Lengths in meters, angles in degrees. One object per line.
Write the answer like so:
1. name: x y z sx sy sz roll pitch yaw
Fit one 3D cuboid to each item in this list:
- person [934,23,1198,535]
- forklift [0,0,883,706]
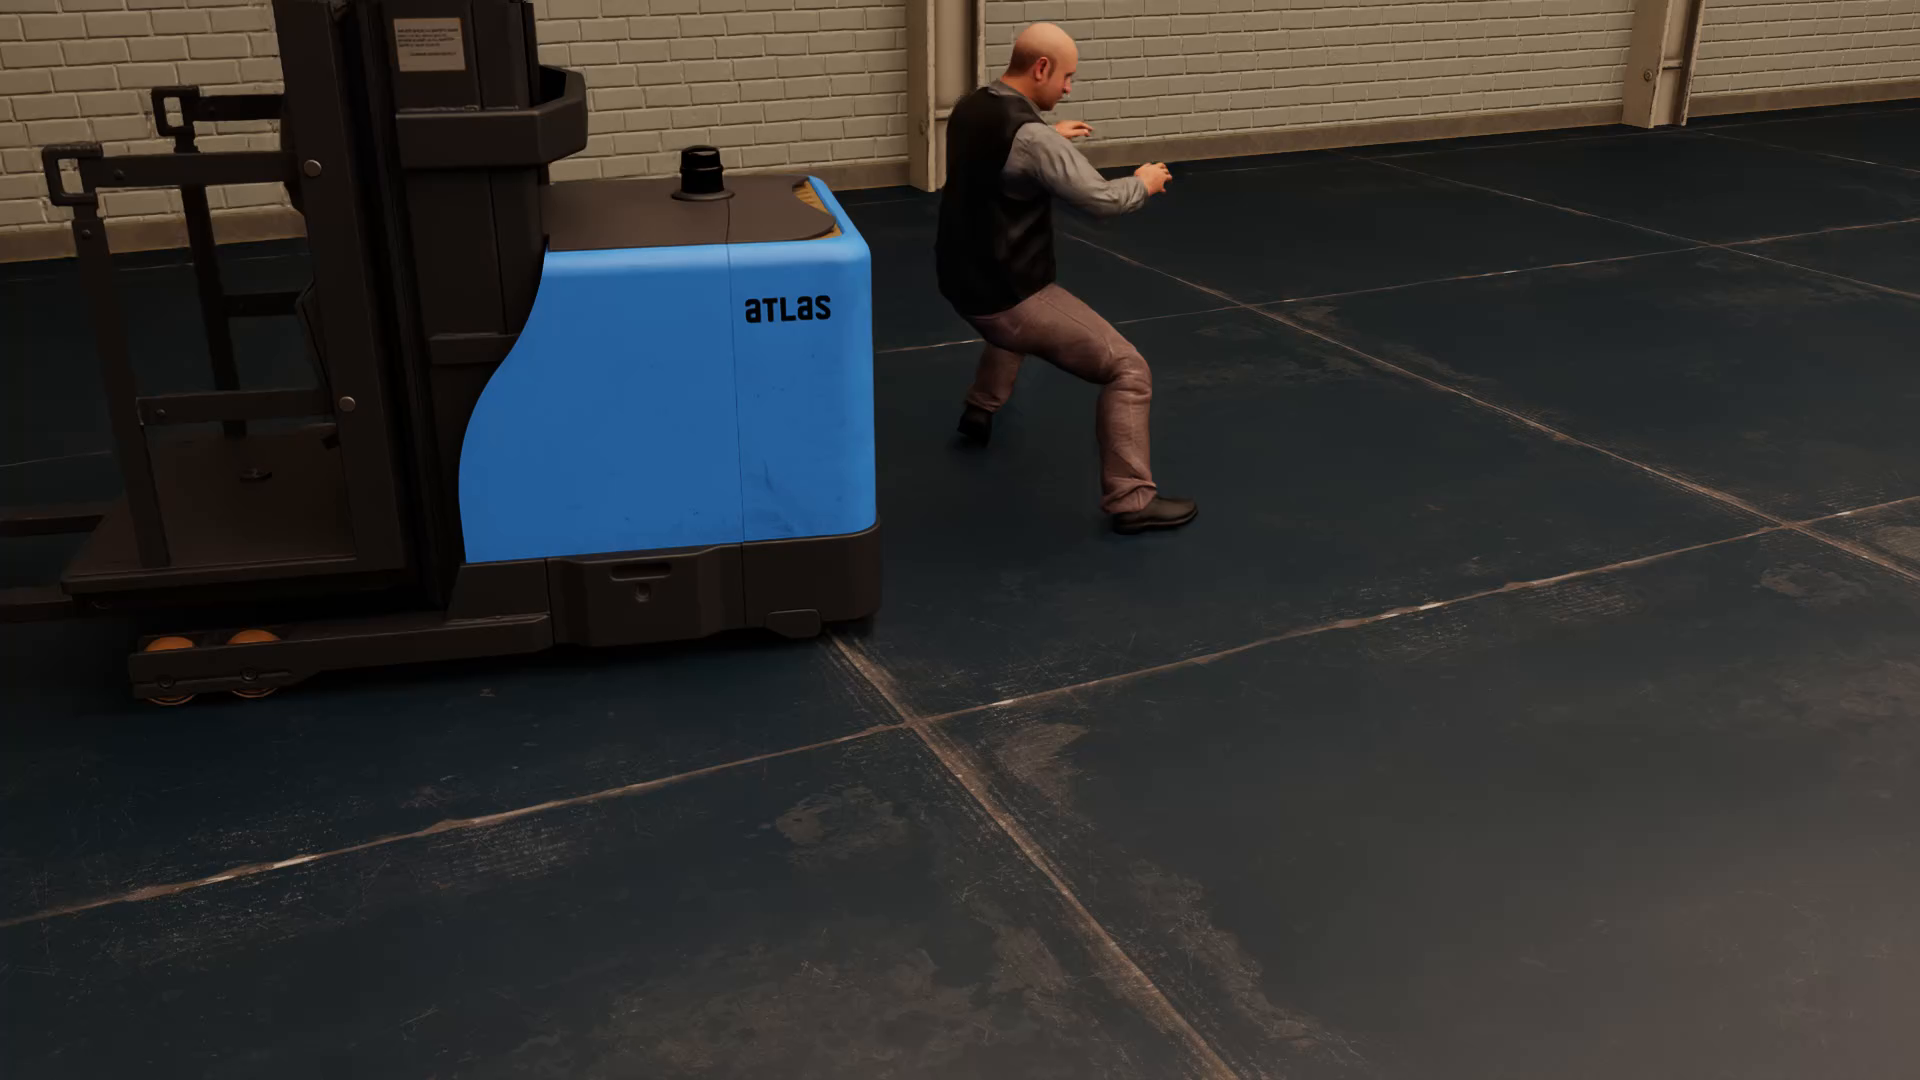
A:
1. person: 0.292 -0.872 5.293 0.731 1.491 1.071 -8 24 -18
2. forklift: -1.779 -1.164 4.089 3.031 2.935 1.130 -4 23 -11
